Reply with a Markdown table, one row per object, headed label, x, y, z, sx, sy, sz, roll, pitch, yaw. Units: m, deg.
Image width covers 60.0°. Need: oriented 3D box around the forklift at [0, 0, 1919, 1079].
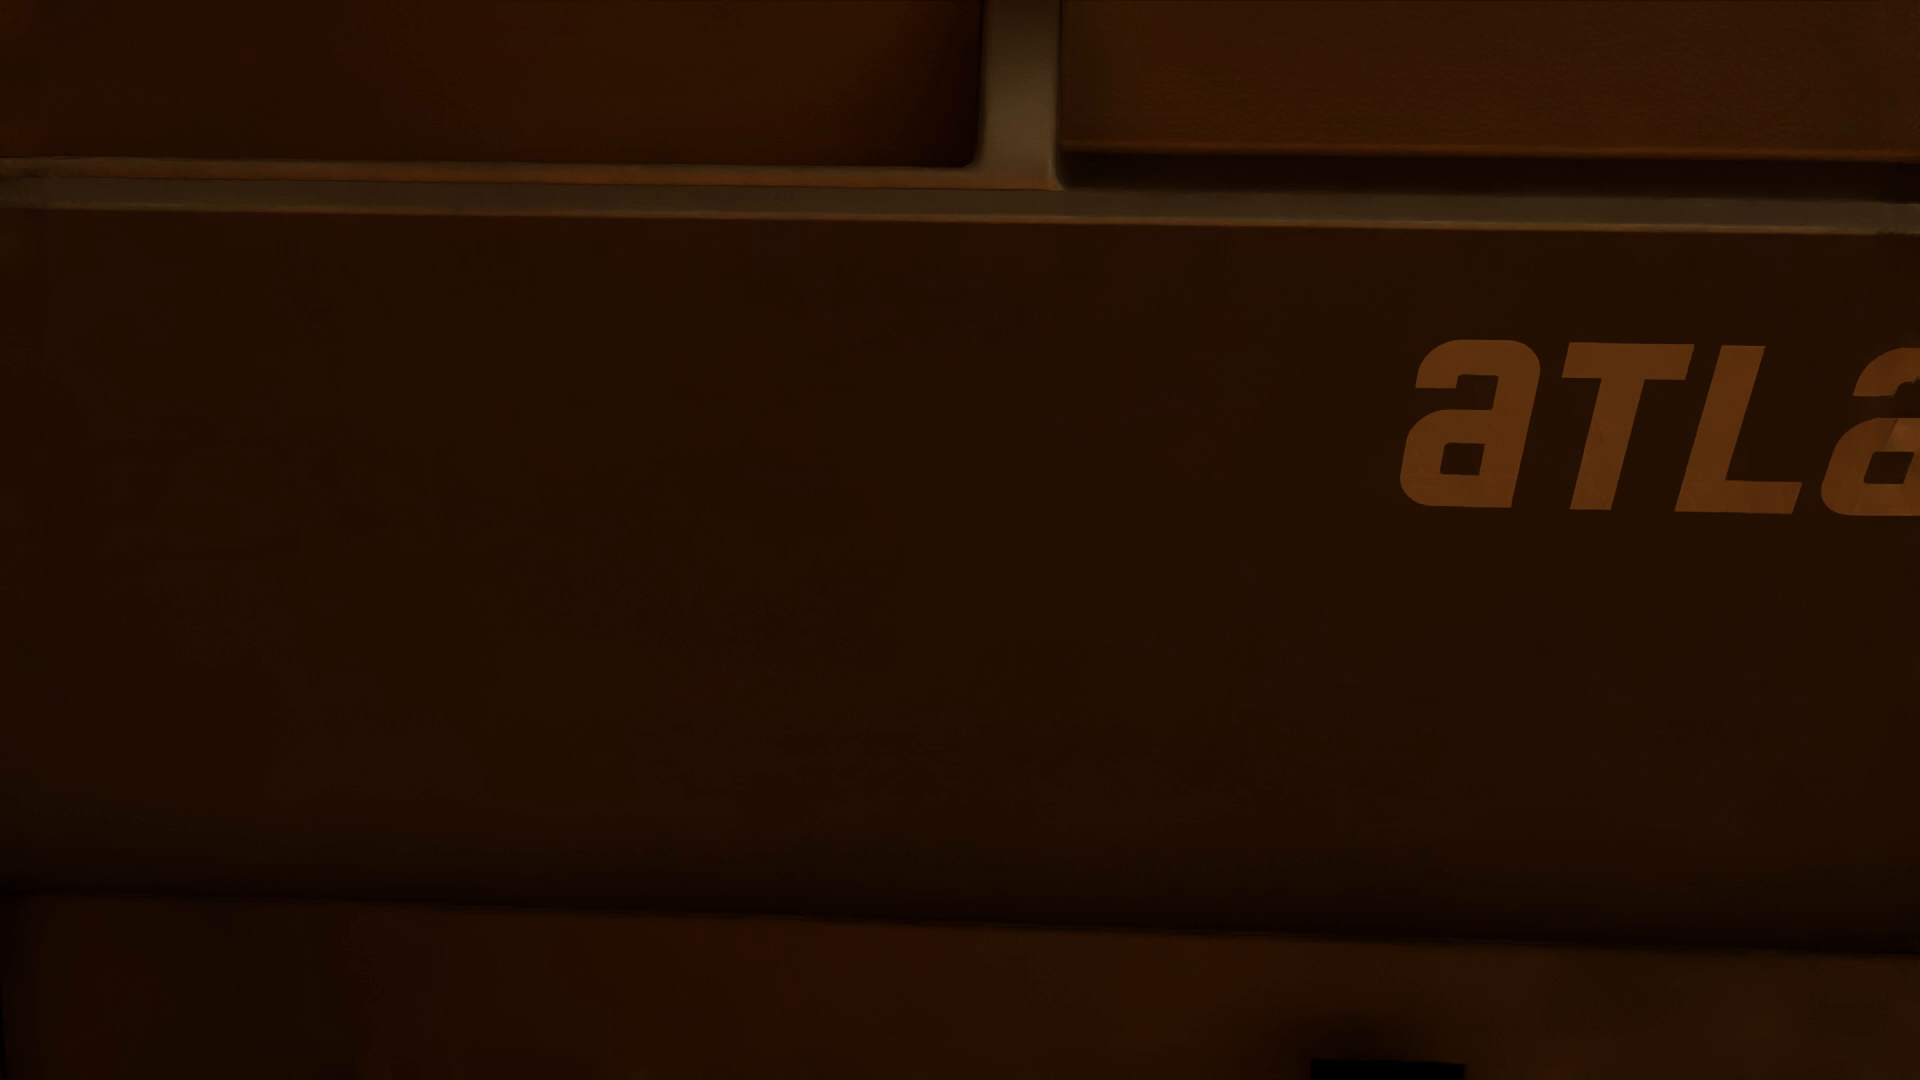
| label | x | y | z | sx | sy | sz | roll | pitch | yaw |
| --- | --- | --- | --- | --- | --- | --- | --- | --- | --- |
| forklift | 0.018 | -0.471 | 0.160 | 1.130 | 2.935 | 3.031 | 1 | 27 | 3 |
